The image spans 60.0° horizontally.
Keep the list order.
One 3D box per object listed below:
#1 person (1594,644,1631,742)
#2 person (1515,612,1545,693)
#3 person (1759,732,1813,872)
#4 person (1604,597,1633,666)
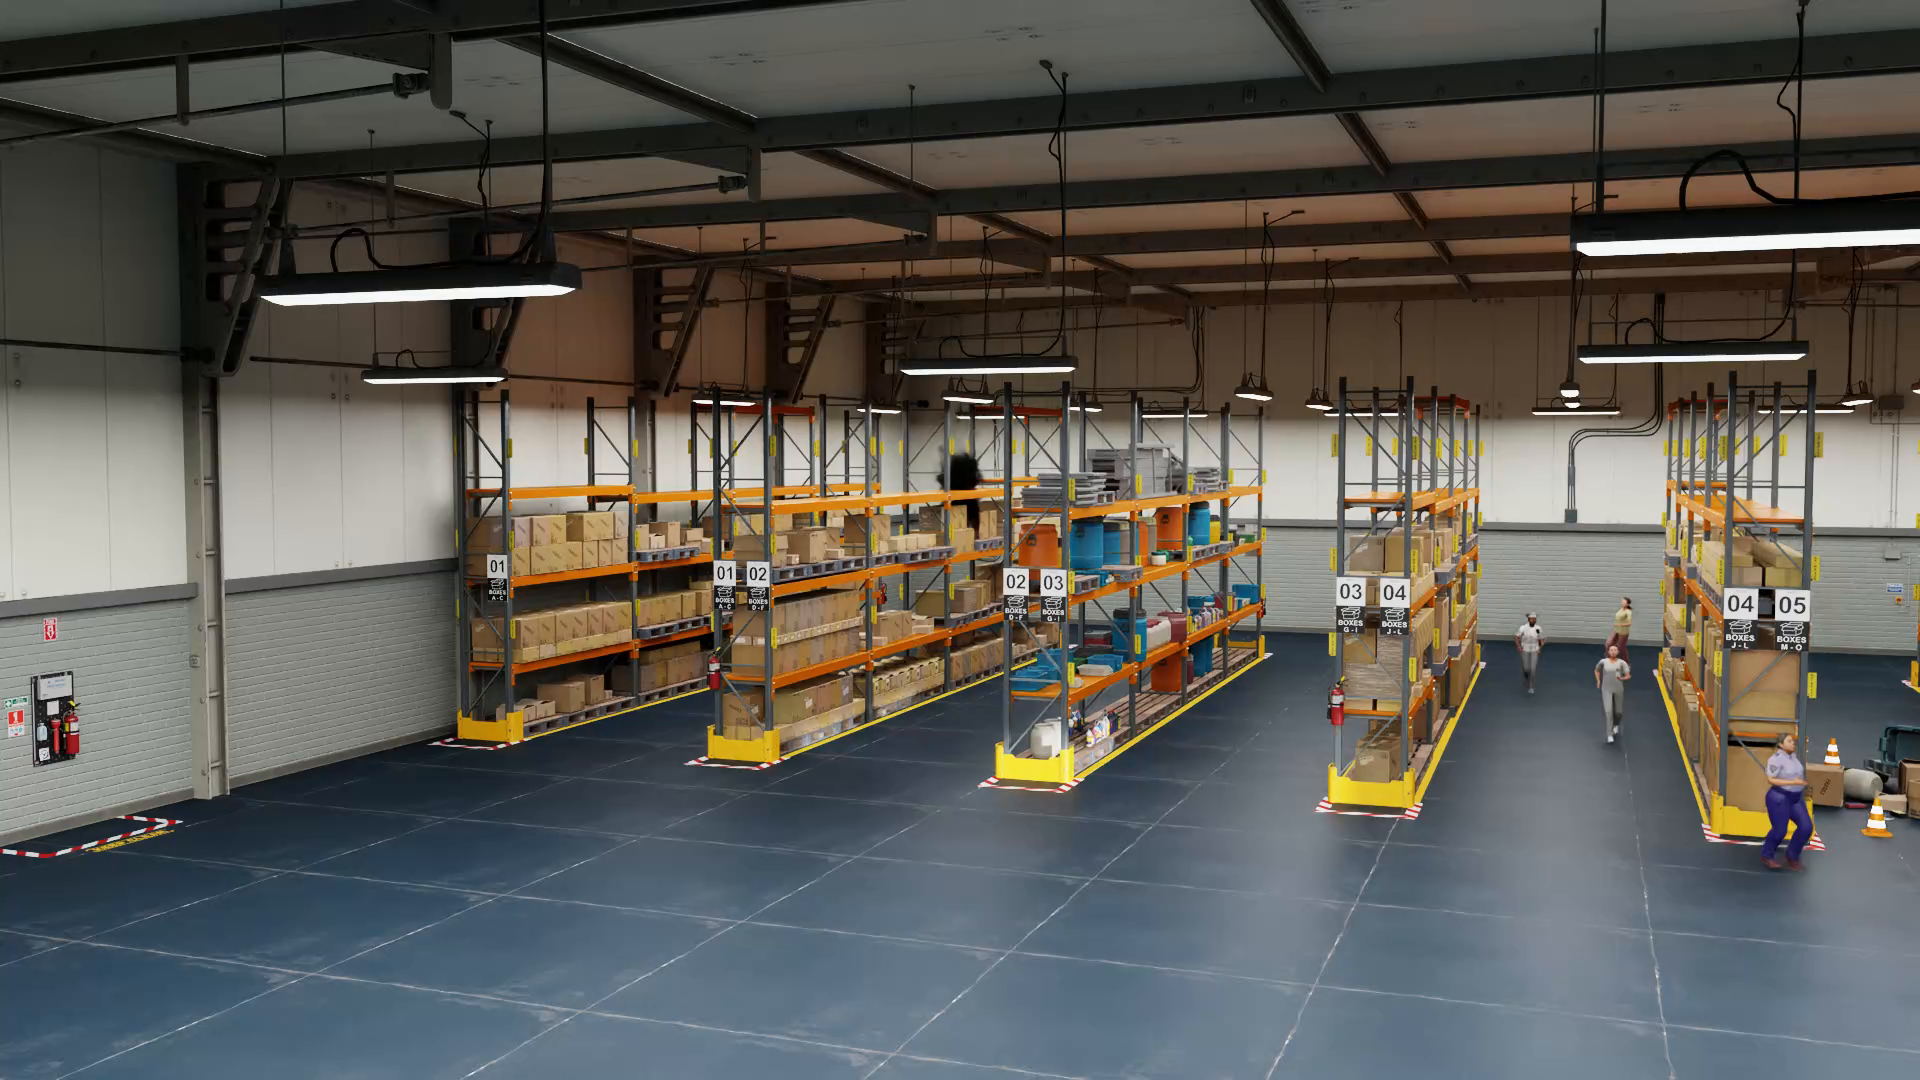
[{"bbox_3d":[11.170,2.593,28.481,0.574,1.645,0.929,1,3,19],"label":"person"},{"bbox_3d":[11.717,2.302,34.163,0.580,1.664,0.511,1,3,13],"label":"person"},{"bbox_3d":[9.799,3.126,19.684,0.601,1.691,0.606,-2,4,-27],"label":"person"},{"bbox_3d":[14.845,2.109,37.327,0.804,1.661,0.576,-1,3,-21],"label":"person"}]
